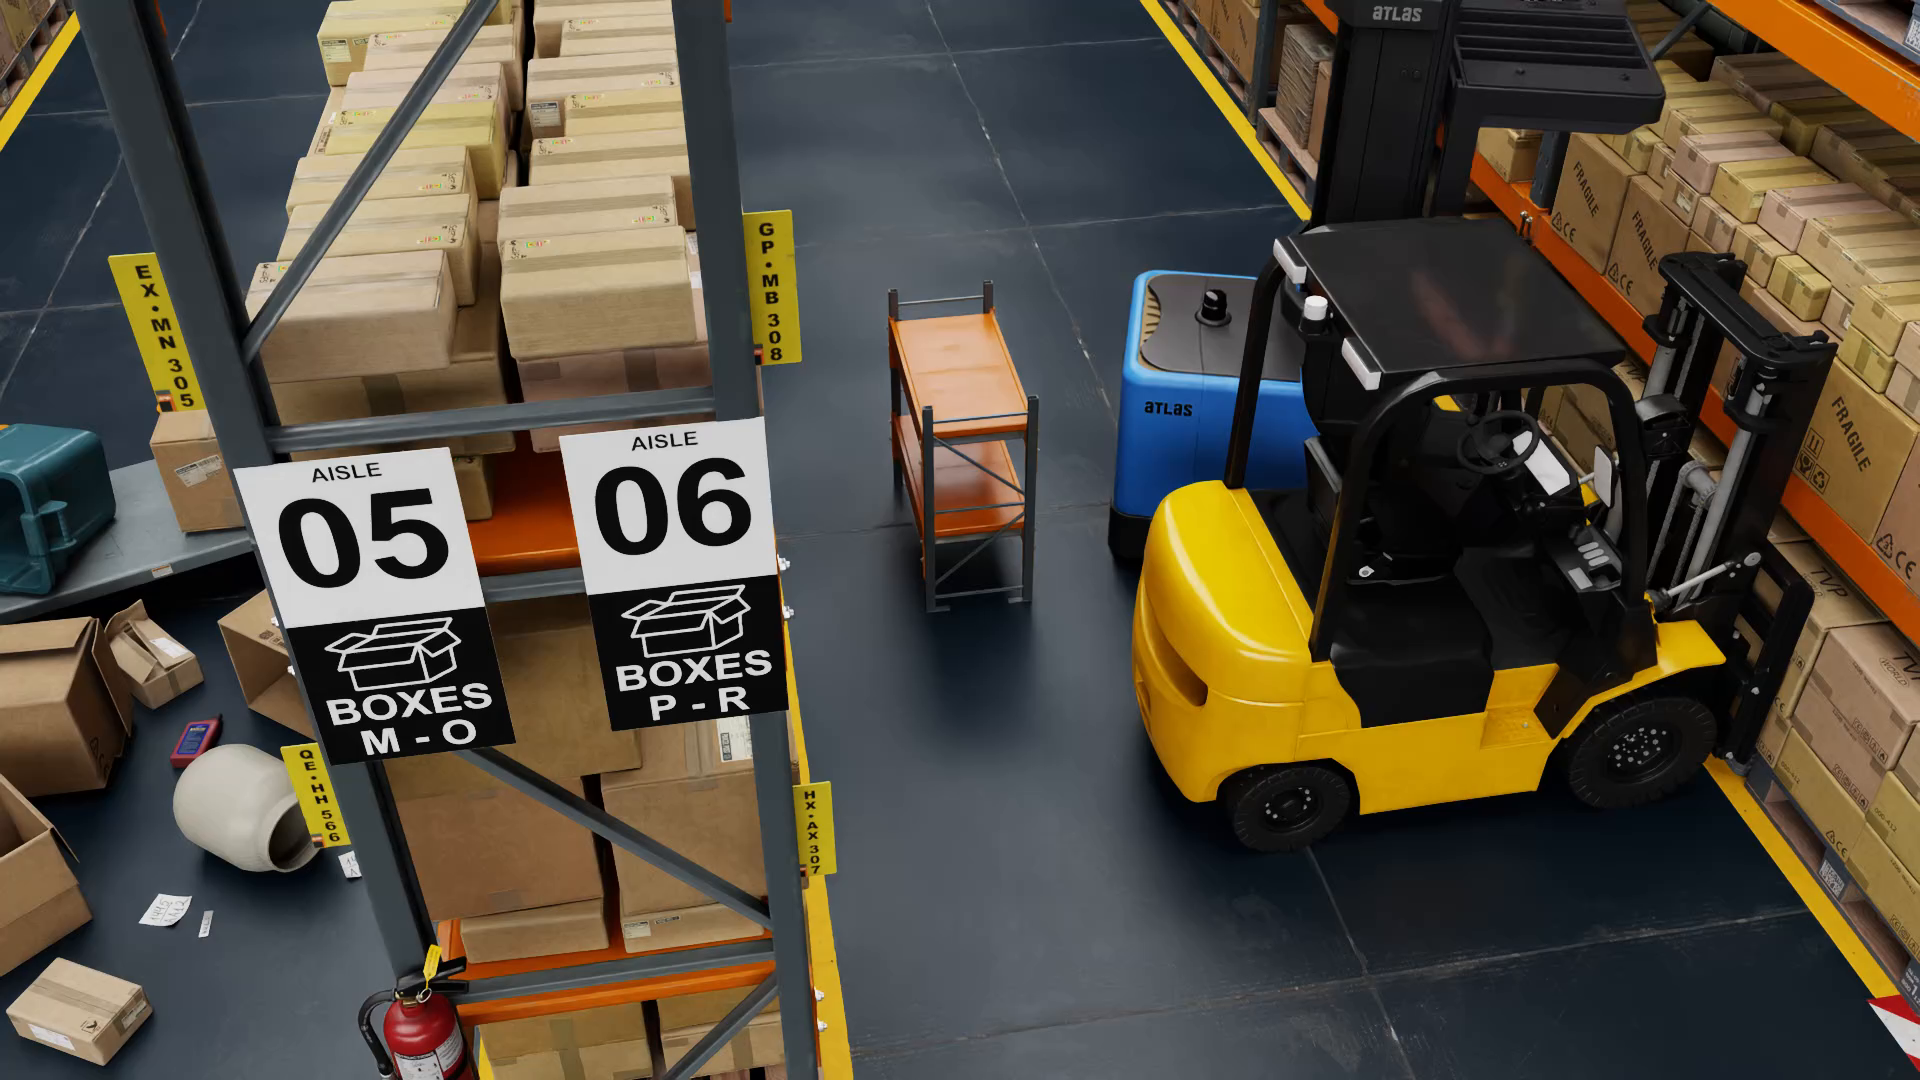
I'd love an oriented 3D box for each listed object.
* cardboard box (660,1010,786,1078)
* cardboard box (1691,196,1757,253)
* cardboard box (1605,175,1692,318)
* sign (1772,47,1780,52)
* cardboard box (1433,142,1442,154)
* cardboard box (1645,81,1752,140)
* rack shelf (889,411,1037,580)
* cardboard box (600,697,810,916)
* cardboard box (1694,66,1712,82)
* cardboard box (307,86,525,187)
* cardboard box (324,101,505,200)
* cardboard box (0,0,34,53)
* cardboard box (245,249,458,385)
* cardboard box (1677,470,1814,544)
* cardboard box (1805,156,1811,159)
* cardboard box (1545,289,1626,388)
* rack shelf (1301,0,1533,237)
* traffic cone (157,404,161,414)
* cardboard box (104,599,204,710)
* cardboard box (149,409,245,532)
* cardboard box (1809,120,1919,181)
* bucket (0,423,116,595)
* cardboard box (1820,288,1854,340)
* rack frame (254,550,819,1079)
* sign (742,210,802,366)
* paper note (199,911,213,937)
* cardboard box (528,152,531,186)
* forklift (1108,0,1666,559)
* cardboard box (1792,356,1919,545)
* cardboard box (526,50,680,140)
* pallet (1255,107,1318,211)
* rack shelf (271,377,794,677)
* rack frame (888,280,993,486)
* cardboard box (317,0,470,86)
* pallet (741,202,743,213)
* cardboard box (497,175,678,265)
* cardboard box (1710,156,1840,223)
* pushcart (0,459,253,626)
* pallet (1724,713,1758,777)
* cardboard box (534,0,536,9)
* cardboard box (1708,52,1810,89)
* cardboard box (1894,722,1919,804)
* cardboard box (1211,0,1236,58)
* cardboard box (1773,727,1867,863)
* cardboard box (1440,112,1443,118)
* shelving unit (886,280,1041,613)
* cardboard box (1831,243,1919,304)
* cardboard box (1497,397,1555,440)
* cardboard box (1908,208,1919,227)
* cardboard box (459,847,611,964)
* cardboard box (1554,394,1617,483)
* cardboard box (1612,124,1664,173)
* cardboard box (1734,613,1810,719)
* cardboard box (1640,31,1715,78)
[{"bbox_3d":[-0.763,1.517,5.651,0.500,0.250,0.500,-7,38,-8],"label":"cardboard box"},{"bbox_3d":[3.223,-1.287,6.751,0.380,0.149,0.250,-7,38,-8],"label":"cardboard box"},{"bbox_3d":[3.219,-1.269,7.257,0.500,0.500,0.500,-6,38,-7],"label":"cardboard box"},{"bbox_3d":[3.837,-2.272,7.859,0.100,0.325,0.005,-6,38,-8],"label":"sign"},{"bbox_3d":[2.926,-2.304,10.264,0.875,0.625,0.625,-8,39,-10],"label":"cardboard box"},{"bbox_3d":[3.207,-1.880,7.273,0.380,0.149,0.250,-6,38,-7],"label":"cardboard box"},{"bbox_3d":[-0.001,-0.255,7.960,0.538,0.278,1.000,-6,38,-8],"label":"rack shelf"},{"bbox_3d":[-0.704,0.641,4.556,0.500,0.500,0.500,-7,38,-9],"label":"cardboard box"},{"bbox_3d":[3.454,-2.311,8.394,0.500,0.250,0.500,-7,38,-9],"label":"cardboard box"},{"bbox_3d":[-1.431,-1.026,4.460,0.500,0.250,0.500,-5,38,-7],"label":"cardboard box"},{"bbox_3d":[-1.308,-0.930,4.011,0.380,0.149,0.250,-6,38,-8],"label":"cardboard box"},{"bbox_3d":[-7.386,-3.990,12.535,0.500,0.500,0.500,-7,38,-9],"label":"cardboard box"},{"bbox_3d":[-1.244,-0.459,3.405,0.380,0.149,0.250,-6,38,-8],"label":"cardboard box"},{"bbox_3d":[3.330,-0.060,6.866,0.500,0.250,0.500,-7,38,-9],"label":"cardboard box"},{"bbox_3d":[3.717,-1.659,7.230,0.380,0.149,0.250,-5,38,-7],"label":"cardboard box"},{"bbox_3d":[3.067,-0.987,8.060,0.500,0.250,0.500,-7,38,-9],"label":"cardboard box"},{"bbox_3d":[2.940,-2.762,9.847,1.077,0.370,4.000,-6,38,-8],"label":"rack shelf"},{"bbox_3d":[-4.226,-0.966,9.017,0.336,0.463,0.334,-6,38,-8],"label":"traffic cone"},{"bbox_3d":[-3.565,0.500,7.289,0.396,0.266,0.258,27,45,30],"label":"cardboard box"},{"bbox_3d":[-3.342,-0.404,7.646,0.500,0.500,0.500,-6,38,-8],"label":"cardboard box"},{"bbox_3d":[3.813,-1.632,6.953,0.380,0.149,0.250,-7,38,-9],"label":"cardboard box"},{"bbox_3d":[-4.157,-0.182,7.368,0.726,0.611,0.620,6,28,8],"label":"bucket"},{"bbox_3d":[3.452,-0.830,6.163,0.380,0.149,0.250,-6,38,-8],"label":"cardboard box"},{"bbox_3d":[-0.894,1.114,4.271,1.000,3.000,0.127,-6,38,-8],"label":"rack frame"},{"bbox_3d":[-0.360,-0.474,3.158,0.100,0.325,0.005,-6,38,-8],"label":"sign"},{"bbox_3d":[-2.846,1.448,6.277,0.032,0.001,0.123,-6,38,-8],"label":"paper note"},{"bbox_3d":[-0.798,-0.766,4.126,0.500,0.250,0.500,-7,38,-9],"label":"cardboard box"},{"bbox_3d":[2.273,-1.213,7.322,3.031,2.935,1.130,5,38,6],"label":"forklift"},{"bbox_3d":[3.476,-0.355,6.080,0.500,0.500,0.500,-7,38,-9],"label":"cardboard box"},{"bbox_3d":[-0.907,-1.130,4.269,0.380,0.149,0.250,-6,38,-8],"label":"cardboard box"},{"bbox_3d":[2.696,-2.652,11.391,1.003,0.211,1.213,-6,38,-8],"label":"pallet"},{"bbox_3d":[-1.244,-0.995,5.127,1.077,0.370,4.000,-6,38,-8],"label":"rack shelf"},{"bbox_3d":[-0.090,-0.755,8.205,0.500,1.125,0.032,-6,38,-8],"label":"rack frame"},{"bbox_3d":[-1.546,-1.381,4.593,0.380,0.149,0.250,-5,38,-7],"label":"cardboard box"},{"bbox_3d":[-1.586,-1.704,8.054,1.003,0.211,1.213,-6,38,-8],"label":"pallet"},{"bbox_3d":[-0.815,-0.673,3.682,0.380,0.149,0.250,-6,38,-8],"label":"cardboard box"},{"bbox_3d":[3.259,-1.405,6.661,0.380,0.149,0.250,-7,38,-9],"label":"cardboard box"},{"bbox_3d":[-3.831,0.009,7.831,1.648,0.377,0.936,-20,42,-23],"label":"pushcart"},{"bbox_3d":[3.607,0.486,7.352,1.003,0.211,1.213,-6,38,-8],"label":"pallet"},{"bbox_3d":[-1.088,-1.693,5.318,0.500,0.250,0.500,-7,38,-9],"label":"cardboard box"},{"bbox_3d":[3.645,-2.091,7.544,0.380,0.149,0.250,-6,38,-8],"label":"cardboard box"},{"bbox_3d":[3.605,0.858,5.684,0.500,0.250,0.500,-5,38,-6],"label":"cardboard box"},{"bbox_3d":[2.227,-3.969,12.509,0.500,0.500,0.500,-7,38,-9],"label":"cardboard box"},{"bbox_3d":[3.521,0.947,6.385,0.500,0.250,0.500,-6,38,-8],"label":"cardboard box"},{"bbox_3d":[2.852,-2.358,8.863,0.500,0.250,0.500,-6,38,-8],"label":"cardboard box"},{"bbox_3d":[-0.001,-0.448,7.810,0.538,1.125,1.048,-6,38,-8],"label":"shelving unit"},{"bbox_3d":[3.447,-0.955,6.081,0.380,0.149,0.250,-6,38,-7],"label":"cardboard box"},{"bbox_3d":[3.050,-0.590,8.364,0.500,0.250,0.500,-6,38,-7],"label":"cardboard box"},{"bbox_3d":[3.851,-1.158,6.342,0.380,0.149,0.250,-5,38,-7],"label":"cardboard box"},{"bbox_3d":[-1.170,1.010,4.609,0.380,0.149,0.250,-5,38,-6],"label":"cardboard box"},{"bbox_3d":[3.162,-0.486,7.822,0.500,0.250,0.500,-6,38,-8],"label":"cardboard box"},{"bbox_3d":[3.135,-1.757,7.356,0.380,0.149,0.250,-5,38,-7],"label":"cardboard box"},{"bbox_3d":[3.411,0.426,6.648,0.500,0.250,0.500,-7,38,-9],"label":"cardboard box"},{"bbox_3d":[3.441,-2.369,8.144,0.380,0.149,0.250,-7,38,-9],"label":"cardboard box"}]
